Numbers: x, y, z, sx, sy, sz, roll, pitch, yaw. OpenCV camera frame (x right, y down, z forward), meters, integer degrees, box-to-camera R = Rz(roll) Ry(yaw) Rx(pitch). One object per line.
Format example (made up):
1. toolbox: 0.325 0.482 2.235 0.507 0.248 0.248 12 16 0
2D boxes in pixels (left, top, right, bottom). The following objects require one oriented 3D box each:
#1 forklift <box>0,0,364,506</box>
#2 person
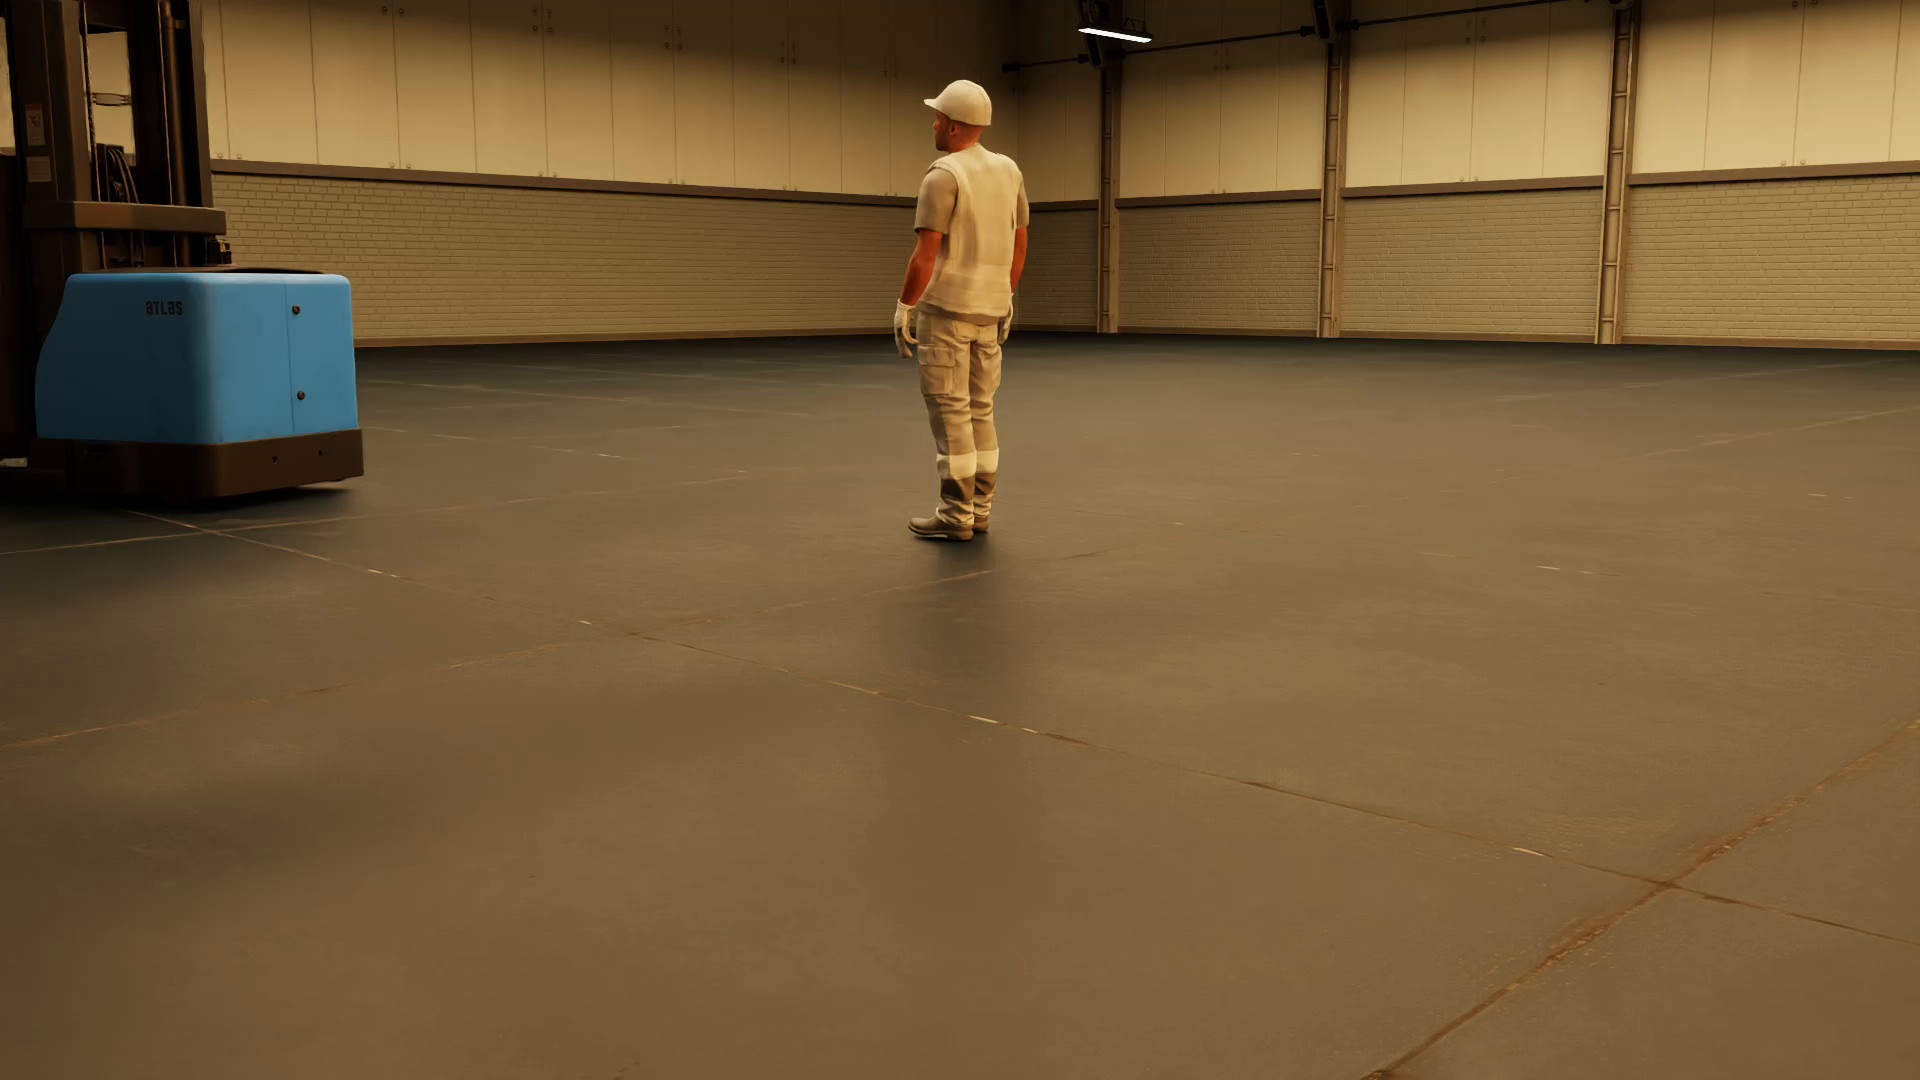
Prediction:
1. forklift: -4.582 -1.717 8.276 3.031 2.935 1.130 3 9 20
2. person: -0.050 -0.902 6.647 0.562 1.790 0.637 8 12 43
